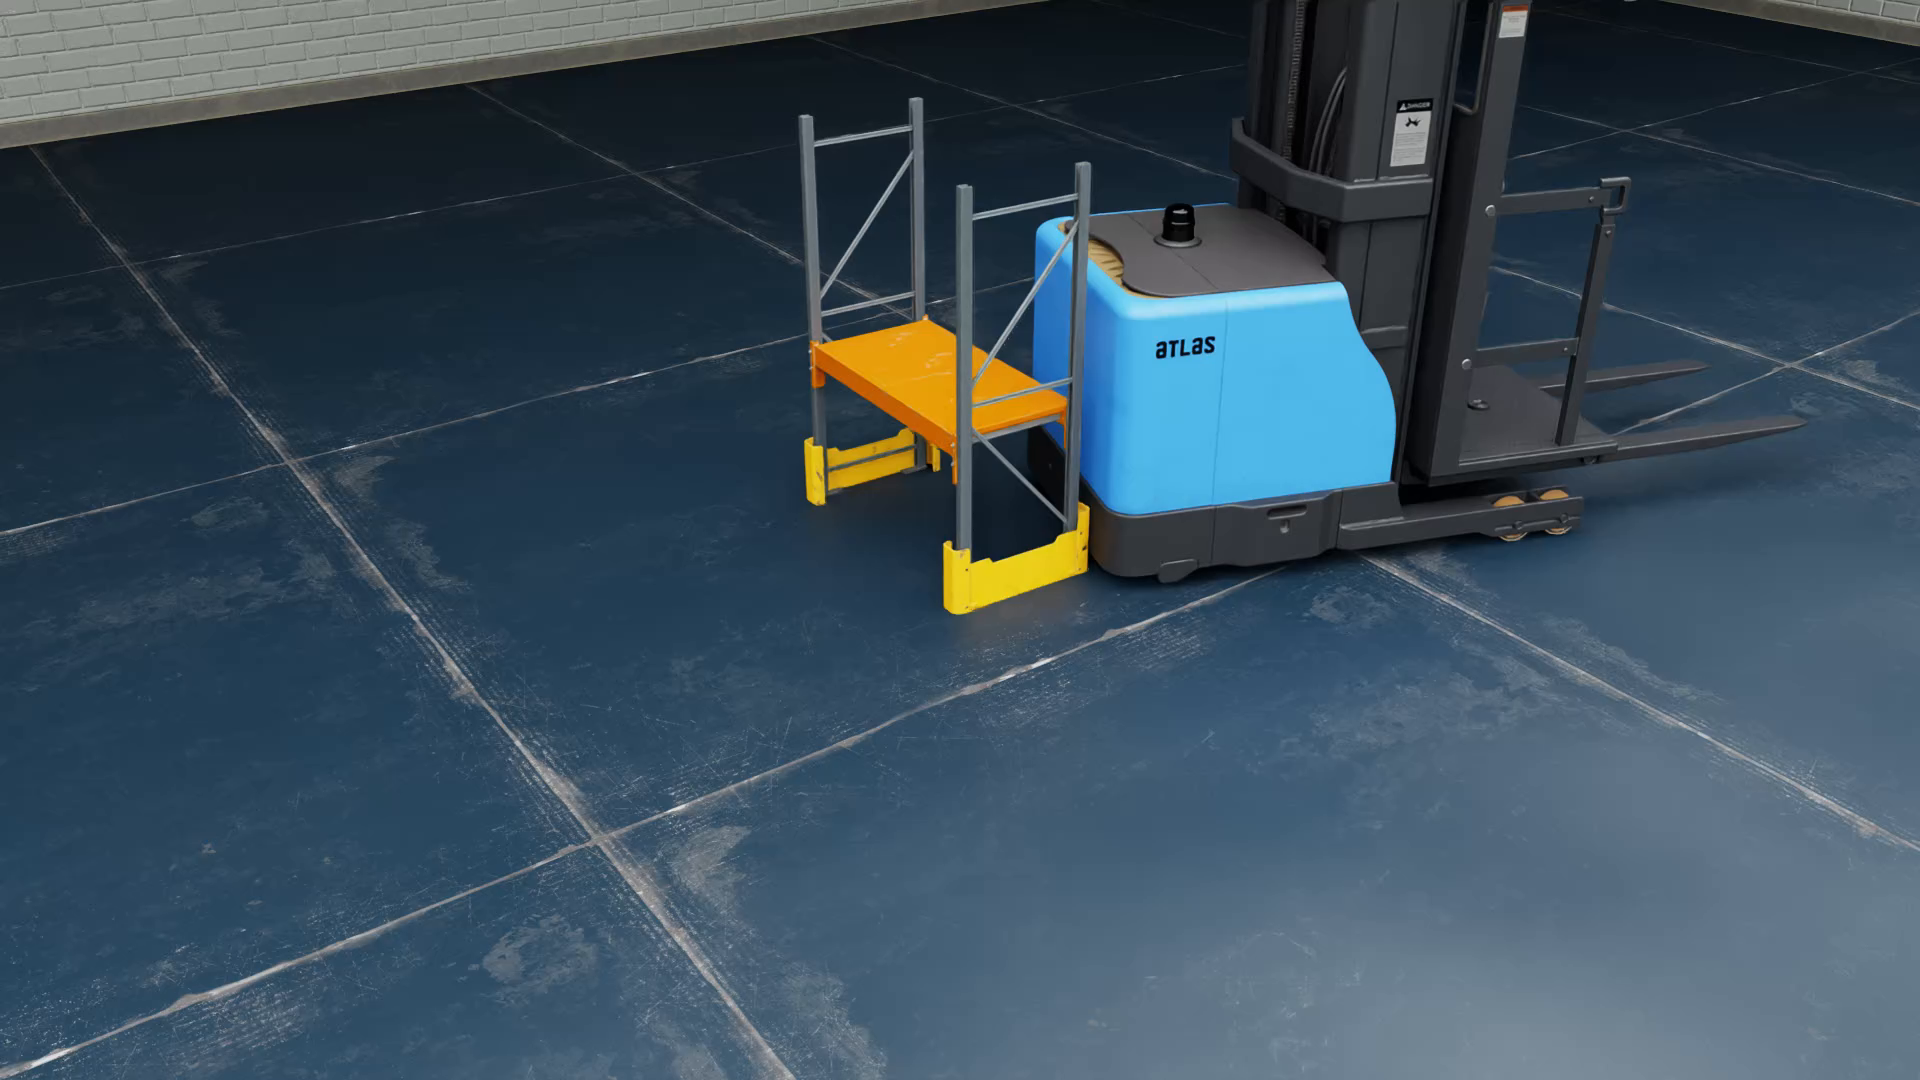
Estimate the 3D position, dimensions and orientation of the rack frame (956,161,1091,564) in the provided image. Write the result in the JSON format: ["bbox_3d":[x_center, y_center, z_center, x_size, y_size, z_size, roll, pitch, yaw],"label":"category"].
[{"bbox_3d":[0.204,-0.488,5.577,0.500,1.500,0.032,-17,33,-29],"label":"rack frame"}]

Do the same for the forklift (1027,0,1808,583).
[{"bbox_3d":[1.844,-1.518,5.973,3.031,2.935,1.130,-8,29,-14],"label":"forklift"}]

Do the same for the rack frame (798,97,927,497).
[{"bbox_3d":[-0.352,-0.894,6.324,0.500,1.500,0.032,-17,33,-29],"label":"rack frame"}]

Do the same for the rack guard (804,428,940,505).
[{"bbox_3d":[-0.342,-0.337,6.608,0.587,0.250,0.087,-17,33,-29],"label":"rack guard"}]

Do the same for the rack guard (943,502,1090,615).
[{"bbox_3d":[0.204,0.061,5.876,0.587,0.250,0.087,-17,33,-29],"label":"rack guard"}]

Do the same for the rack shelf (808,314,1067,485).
[{"bbox_3d":[-0.074,-0.533,6.037,0.538,0.185,1.000,-17,33,-29],"label":"rack shelf"}]

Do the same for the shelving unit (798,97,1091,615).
[{"bbox_3d":[-0.069,-0.687,5.944,0.587,1.500,1.083,-17,33,-29],"label":"shelving unit"}]
